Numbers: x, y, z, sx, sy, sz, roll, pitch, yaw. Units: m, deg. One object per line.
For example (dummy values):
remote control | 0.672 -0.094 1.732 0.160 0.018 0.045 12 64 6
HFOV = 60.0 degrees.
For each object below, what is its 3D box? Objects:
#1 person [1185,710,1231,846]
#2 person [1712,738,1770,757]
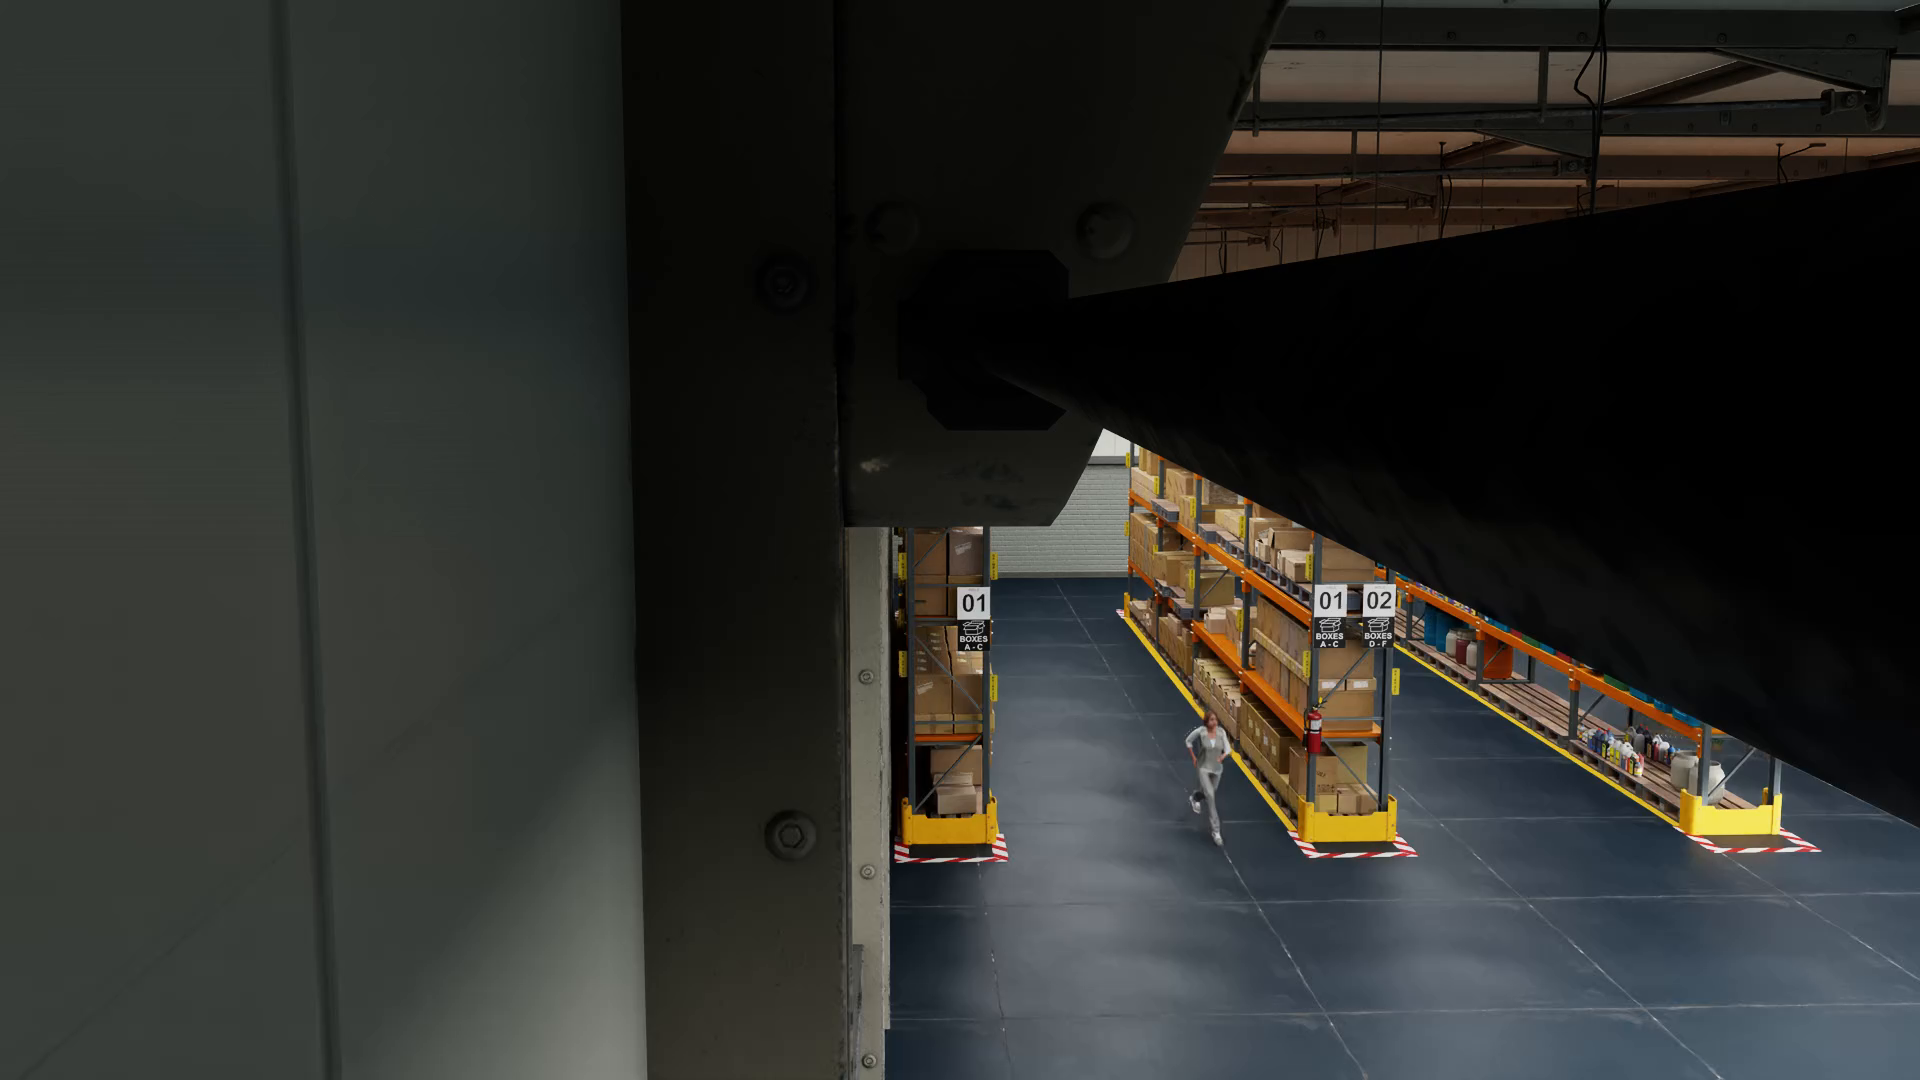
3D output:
person | 3.111 2.893 20.789 0.492 1.591 1.058 -2 8 -18
person | 11.635 2.354 24.402 0.898 1.774 0.766 -1 7 -7
